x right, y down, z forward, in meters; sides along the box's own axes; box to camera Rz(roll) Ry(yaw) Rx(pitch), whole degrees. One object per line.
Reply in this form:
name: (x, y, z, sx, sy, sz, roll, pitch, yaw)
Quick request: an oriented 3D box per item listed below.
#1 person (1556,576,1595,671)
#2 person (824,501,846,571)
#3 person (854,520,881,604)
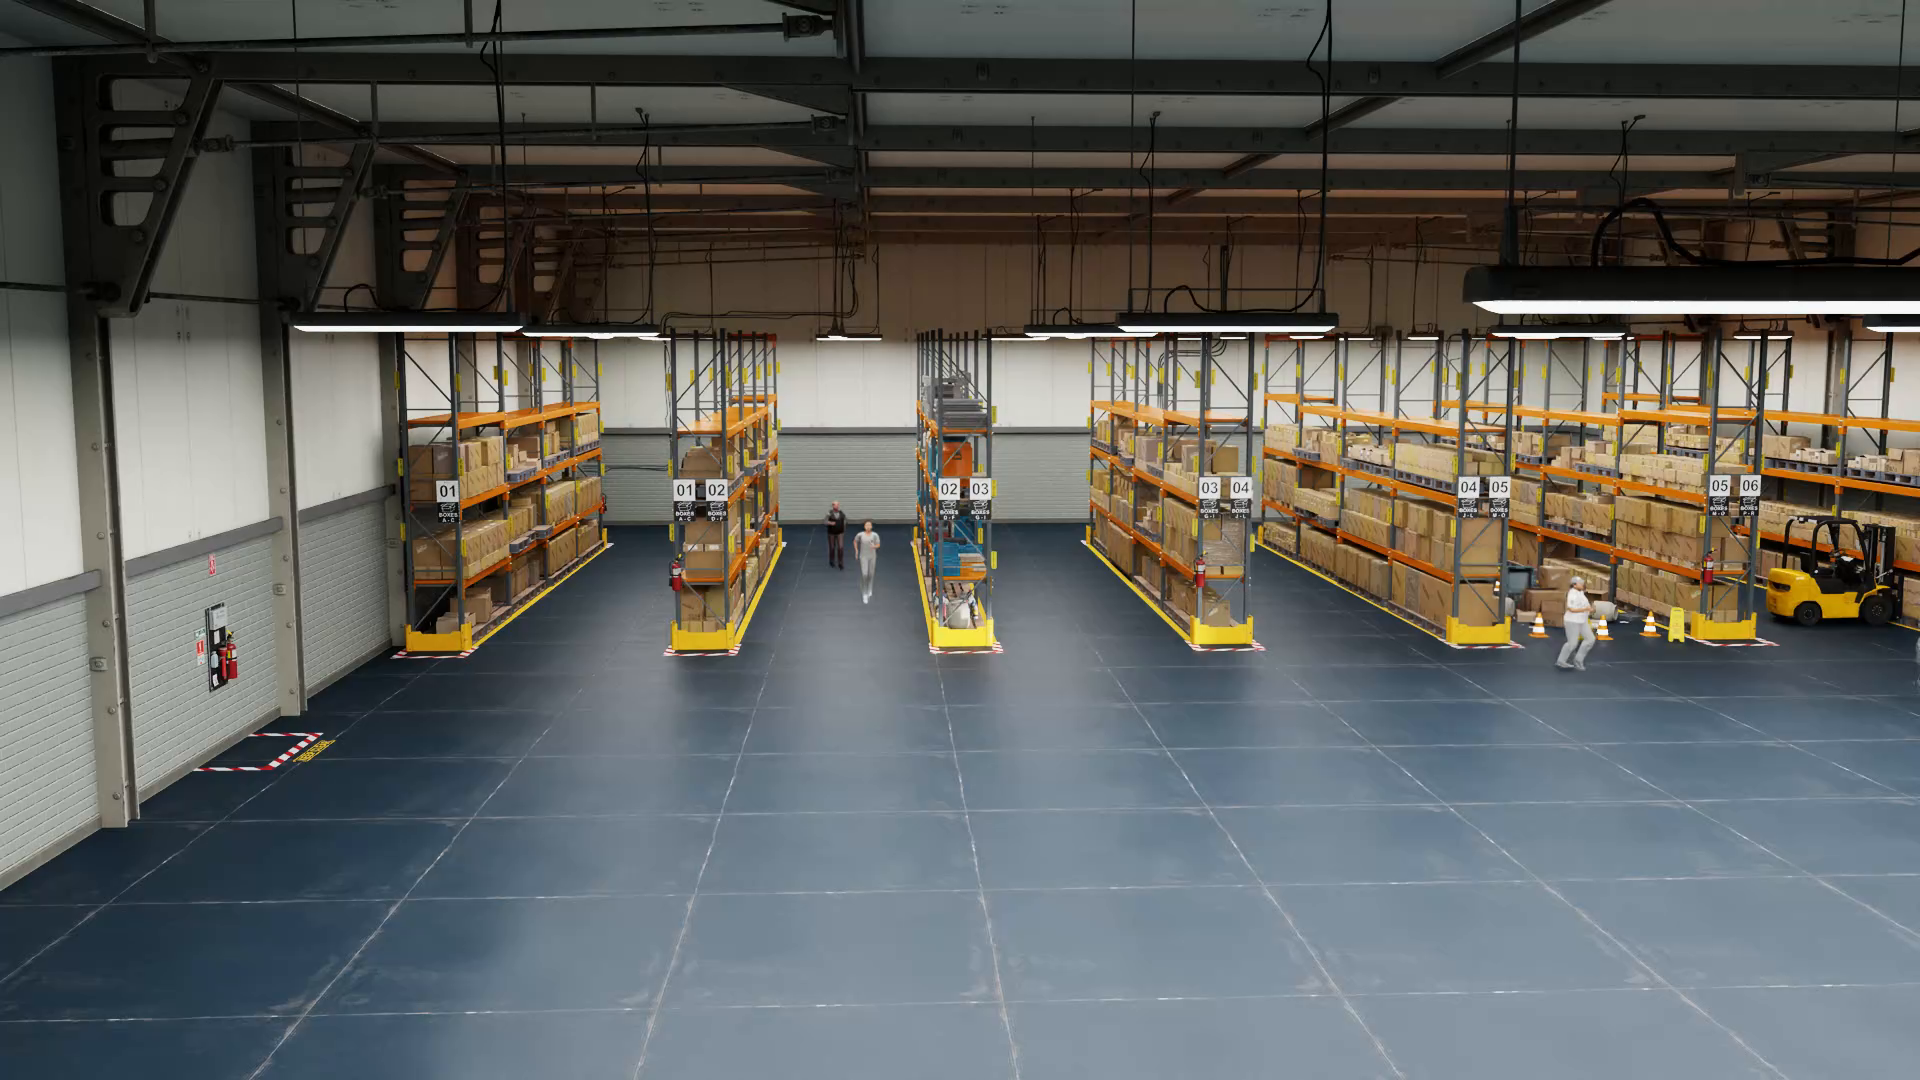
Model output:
person: (10.837, 1.481, 29.167, 0.583, 1.701, 0.660, -7, 9, -44)
person: (-3.169, -0.122, 42.381, 0.605, 1.768, 0.845, -1, 7, -10)
person: (-1.963, 0.449, 35.408, 0.531, 1.769, 0.711, -1, 7, -12)
